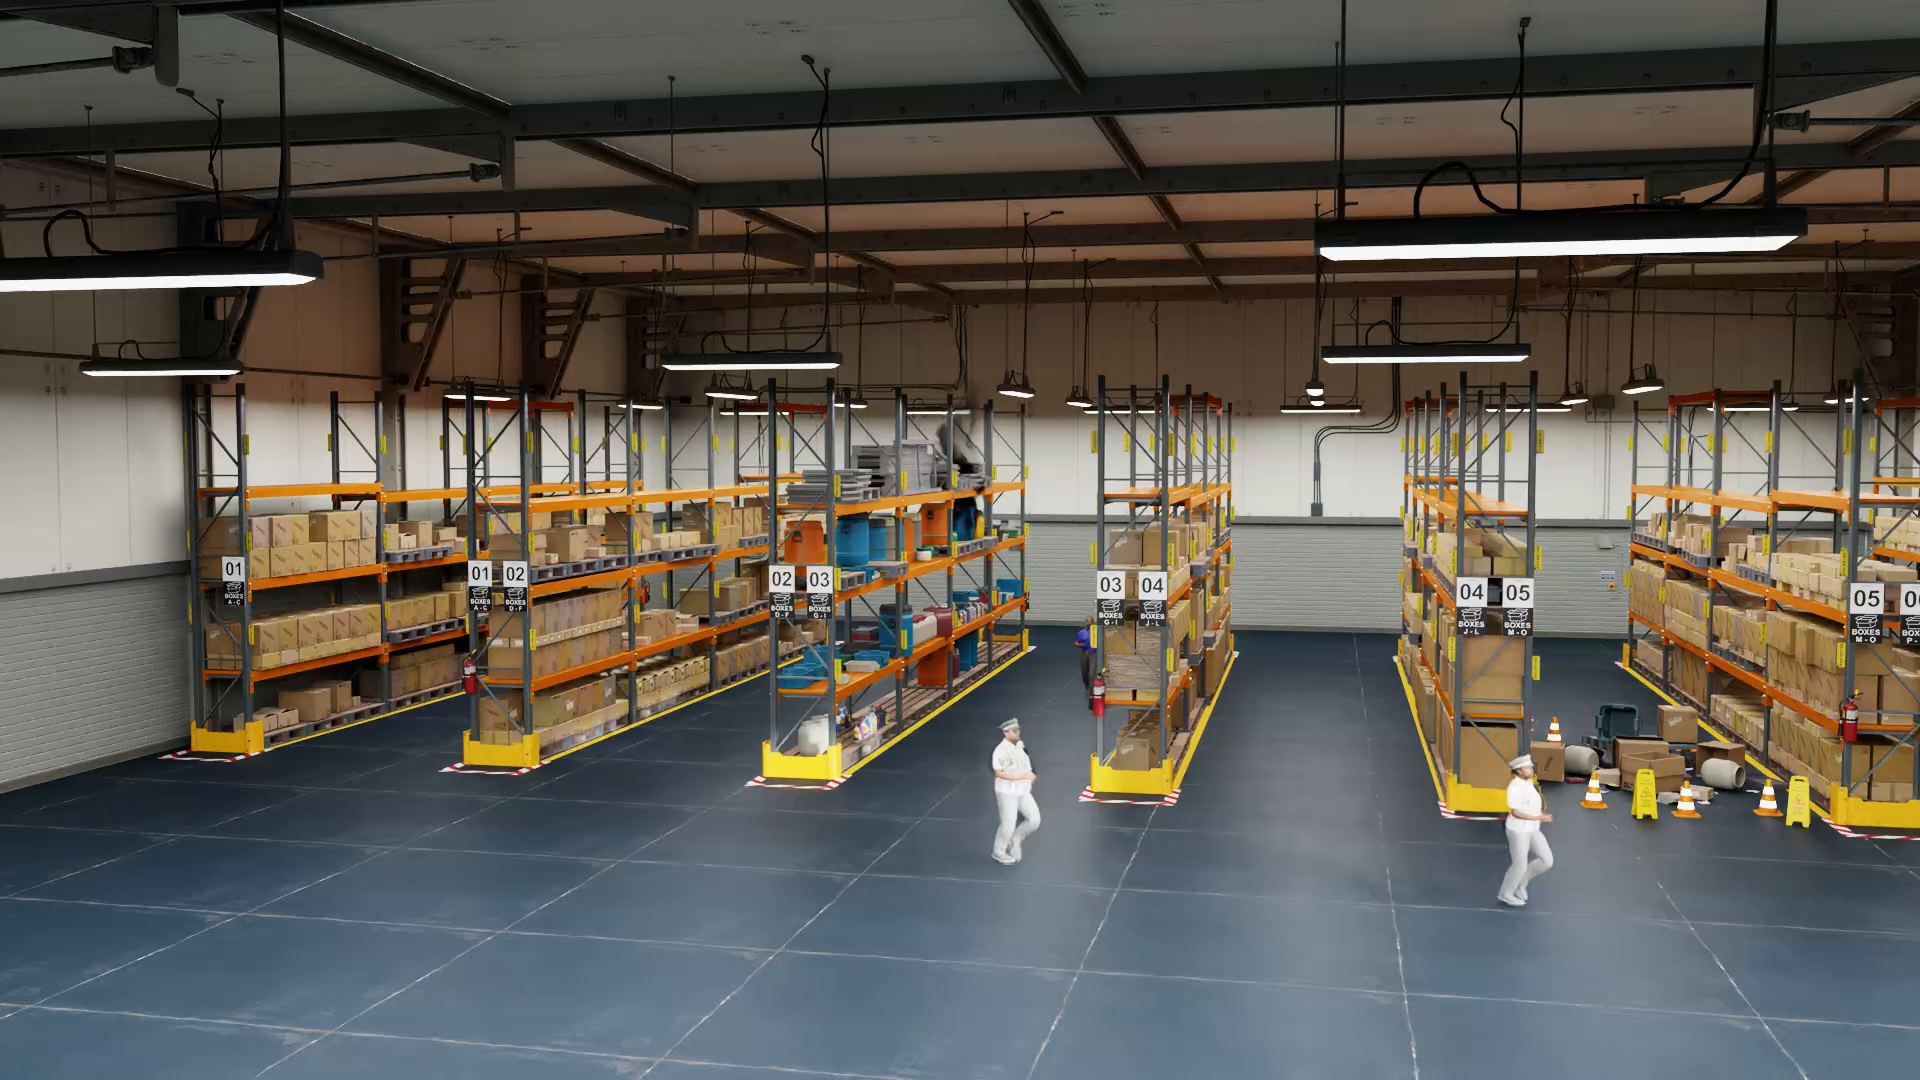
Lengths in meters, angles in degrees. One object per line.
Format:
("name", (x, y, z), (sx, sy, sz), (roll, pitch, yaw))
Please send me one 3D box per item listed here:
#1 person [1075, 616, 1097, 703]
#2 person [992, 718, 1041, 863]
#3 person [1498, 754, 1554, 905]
("person", (2.523, 2.302, 32.397), (0.575, 1.645, 0.938), (1, 3, 15))
("person", (0.671, 2.985, 19.790), (0.655, 1.752, 0.646), (3, 4, 43))
("person", (6.124, 3.135, 17.959), (0.546, 1.655, 0.608), (-3, 4, -43))
